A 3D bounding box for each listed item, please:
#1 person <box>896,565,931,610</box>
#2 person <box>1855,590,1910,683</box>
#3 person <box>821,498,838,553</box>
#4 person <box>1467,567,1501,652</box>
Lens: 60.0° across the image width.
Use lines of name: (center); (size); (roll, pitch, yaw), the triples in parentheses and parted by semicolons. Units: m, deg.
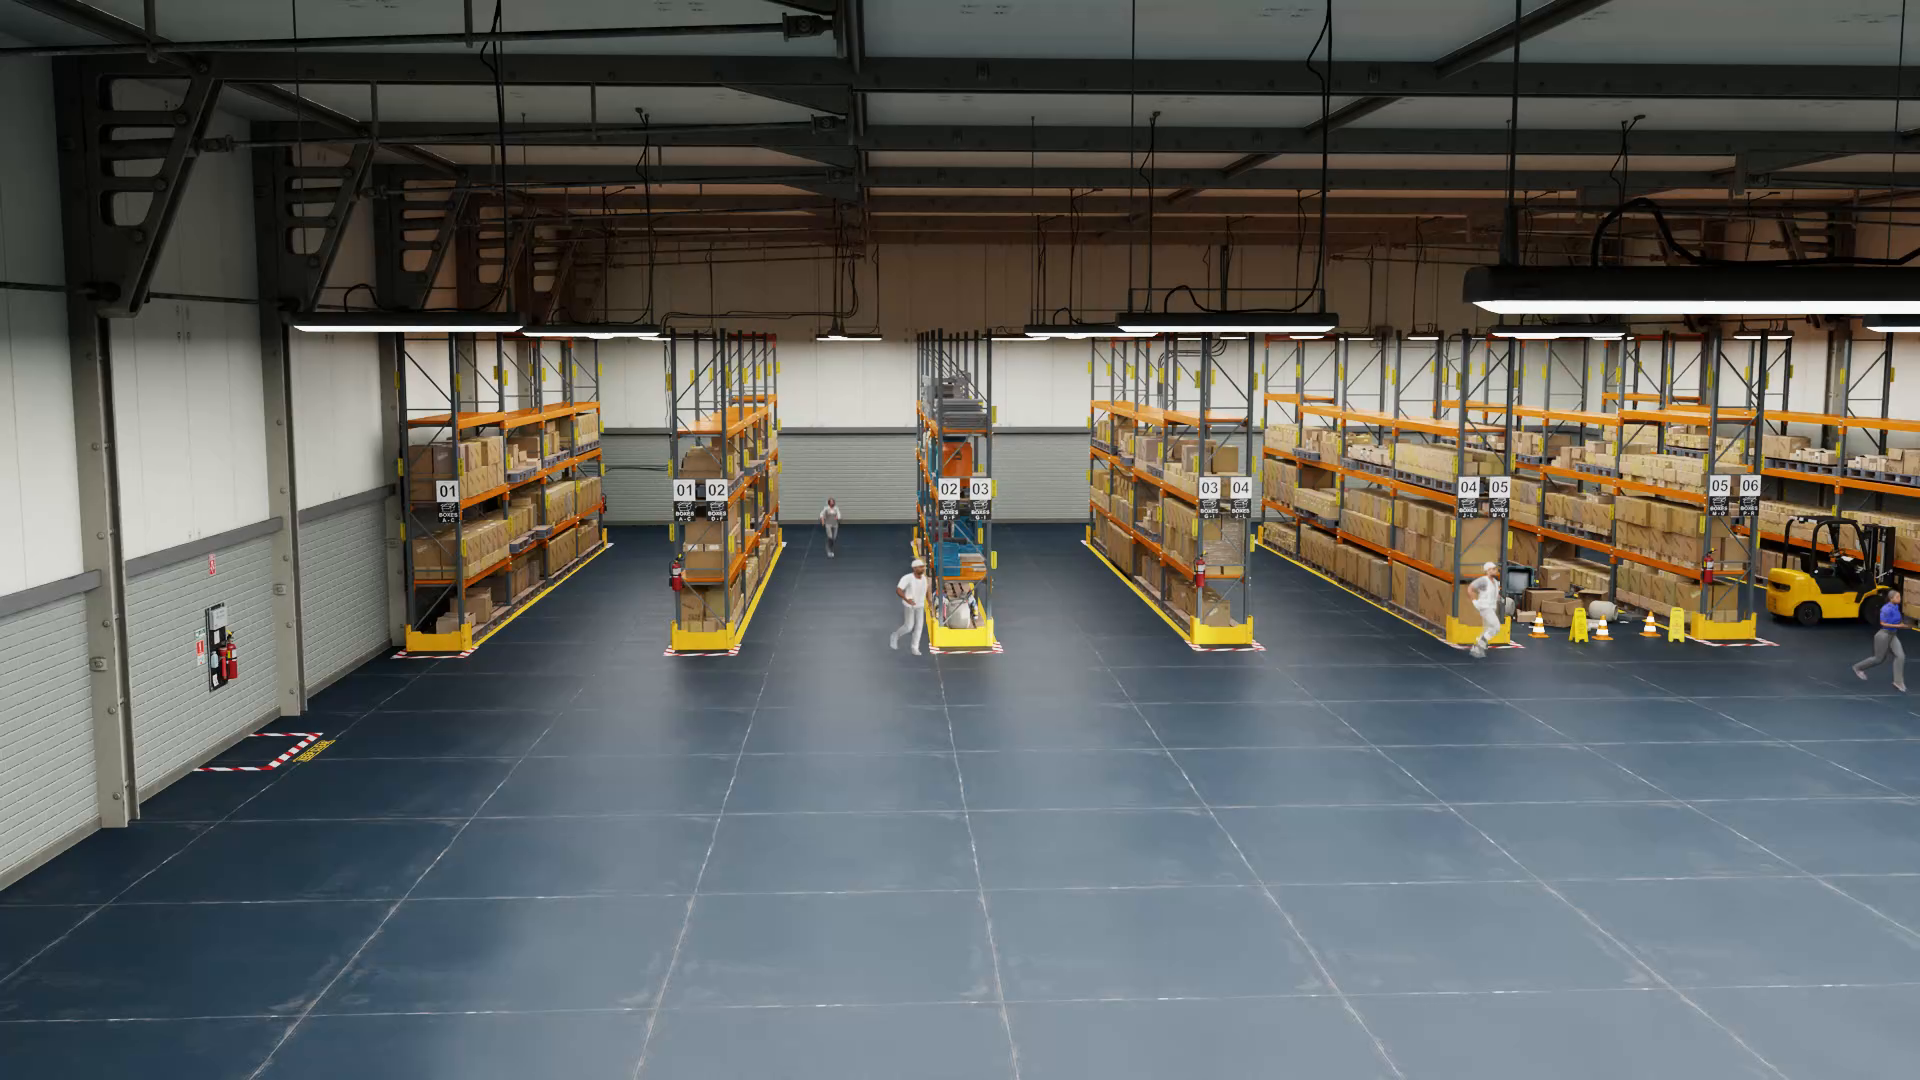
person: (-0.805, 0.862, 30.835); (0.763, 0.918, 0.388); (-6, 9, -41)
person: (15.425, 1.589, 27.737); (0.593, 1.544, 0.839); (-5, 8, -36)
person: (-3.473, -0.403, 44.586); (0.445, 1.470, 0.695); (-2, 7, -19)
person: (9.672, 1.271, 30.412); (0.600, 1.640, 0.673); (6, 9, 40)
